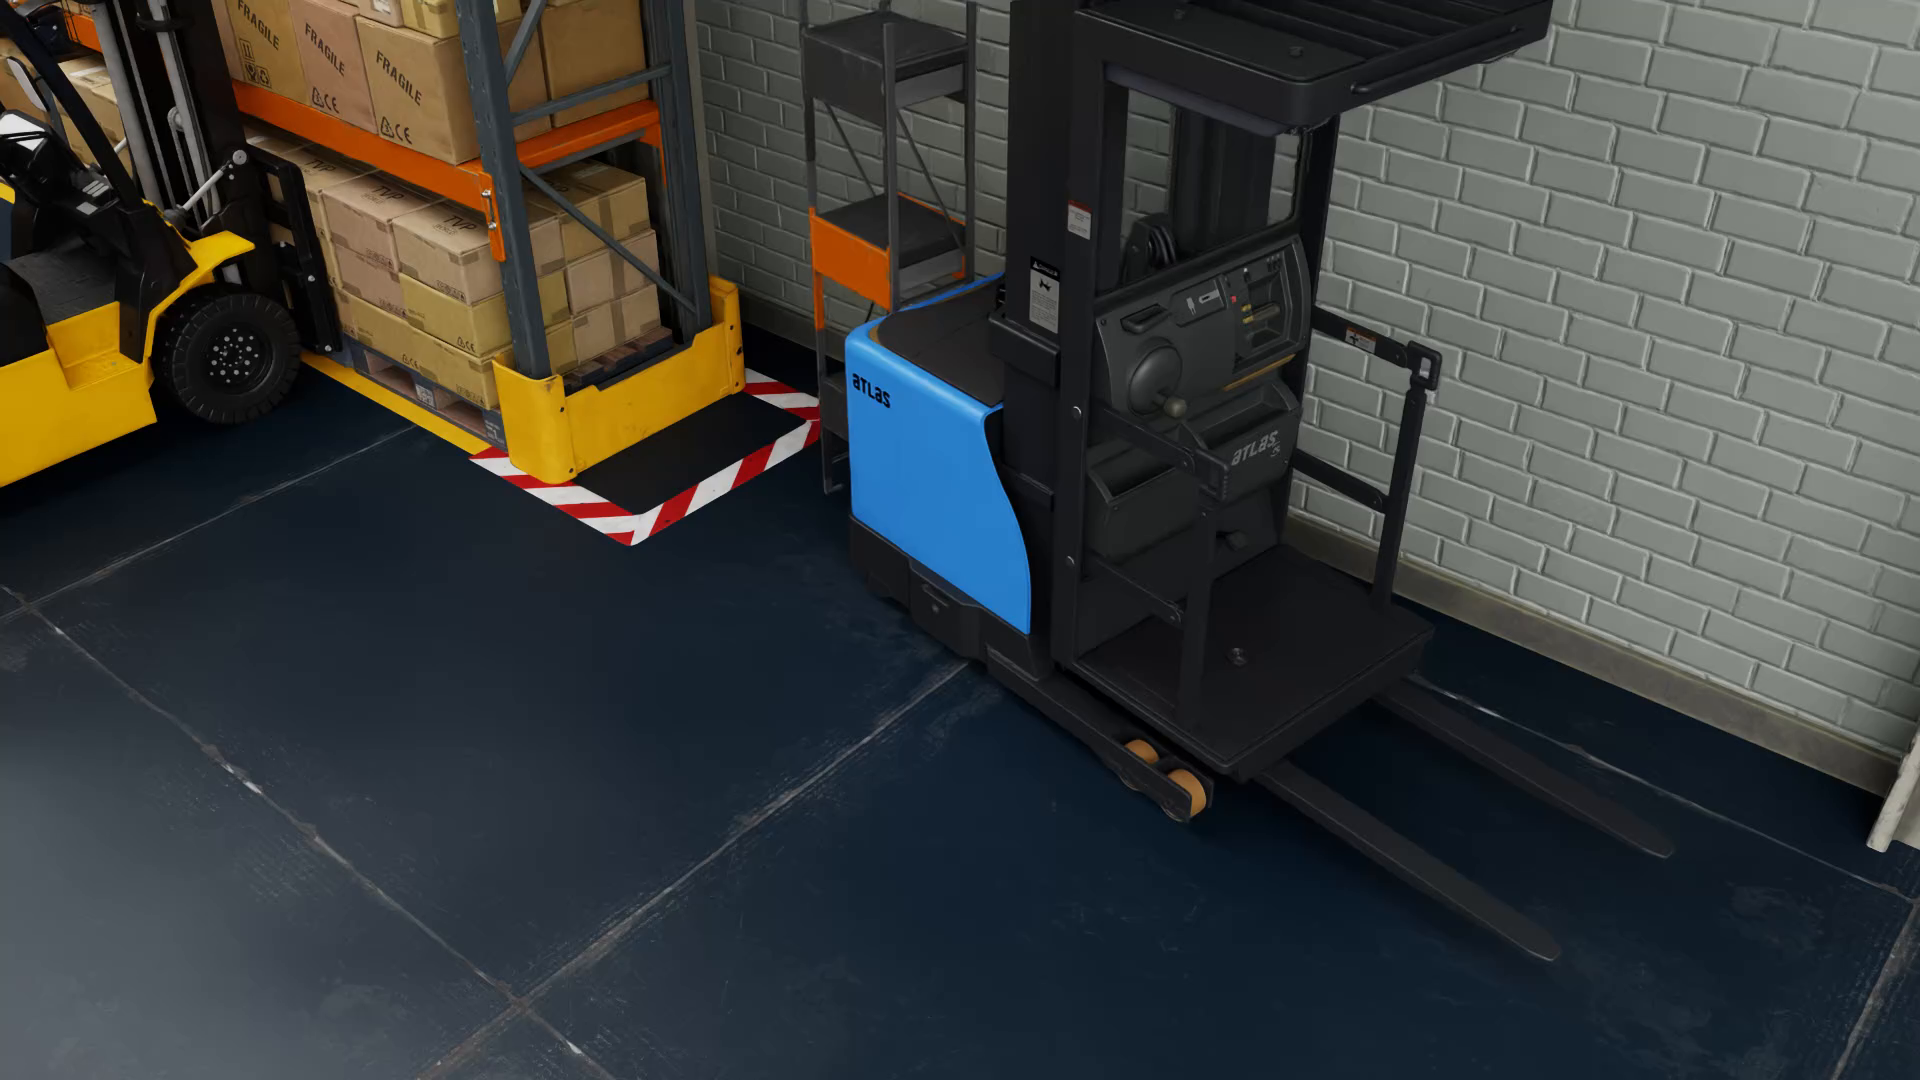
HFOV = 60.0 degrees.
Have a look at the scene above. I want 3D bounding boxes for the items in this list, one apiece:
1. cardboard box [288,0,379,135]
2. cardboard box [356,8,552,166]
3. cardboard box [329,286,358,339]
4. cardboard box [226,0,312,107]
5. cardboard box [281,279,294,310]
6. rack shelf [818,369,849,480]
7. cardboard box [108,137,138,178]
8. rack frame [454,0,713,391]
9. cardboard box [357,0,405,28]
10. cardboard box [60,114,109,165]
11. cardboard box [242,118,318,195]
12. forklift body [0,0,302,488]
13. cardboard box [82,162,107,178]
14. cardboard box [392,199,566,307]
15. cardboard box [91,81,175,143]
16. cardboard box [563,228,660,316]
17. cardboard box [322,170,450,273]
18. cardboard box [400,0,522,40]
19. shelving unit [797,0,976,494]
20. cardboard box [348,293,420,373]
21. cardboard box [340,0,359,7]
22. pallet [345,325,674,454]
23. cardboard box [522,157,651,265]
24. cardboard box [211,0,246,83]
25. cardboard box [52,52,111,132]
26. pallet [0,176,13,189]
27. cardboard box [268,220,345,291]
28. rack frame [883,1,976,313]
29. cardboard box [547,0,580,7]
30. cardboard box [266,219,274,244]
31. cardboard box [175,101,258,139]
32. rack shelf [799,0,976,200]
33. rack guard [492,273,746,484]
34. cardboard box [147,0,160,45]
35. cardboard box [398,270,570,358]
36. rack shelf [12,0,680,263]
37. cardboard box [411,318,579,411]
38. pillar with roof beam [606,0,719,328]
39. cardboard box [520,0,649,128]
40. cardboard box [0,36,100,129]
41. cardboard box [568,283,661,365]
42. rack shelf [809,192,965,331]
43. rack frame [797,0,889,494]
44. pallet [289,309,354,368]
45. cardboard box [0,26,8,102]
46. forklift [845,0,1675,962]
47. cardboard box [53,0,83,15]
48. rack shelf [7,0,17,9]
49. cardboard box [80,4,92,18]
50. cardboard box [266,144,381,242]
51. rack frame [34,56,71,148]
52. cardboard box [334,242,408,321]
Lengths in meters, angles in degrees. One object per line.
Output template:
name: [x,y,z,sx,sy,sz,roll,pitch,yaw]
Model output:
cardboard box: [-2.442,-2.081,7.042,0.500,0.500,0.500,27,43,33]
cardboard box: [-2.049,-1.889,6.762,0.500,0.500,0.500,24,41,31]
cardboard box: [-2.821,-1.225,7.942,0.500,0.250,0.500,26,42,32]
cardboard box: [-2.836,-2.266,7.312,0.500,0.500,0.500,24,41,31]
cardboard box: [-3.234,-1.404,8.202,0.500,0.250,0.500,27,43,33]
rack shelf: [-0.260,-0.442,6.799,0.431,0.518,0.480,-26,42,-33]
cardboard box: [-4.014,-1.987,8.610,0.500,0.250,0.500,25,42,32]
rack frame: [-1.503,-1.783,6.697,0.127,3.000,1.000,25,42,32]
cardboard box: [-2.164,-2.175,6.607,0.250,0.149,0.380,26,42,33]
cardboard box: [-4.402,-2.169,8.874,0.500,0.250,0.500,25,42,32]
cardboard box: [-3.231,-1.814,7.916,0.500,0.250,0.500,24,41,31]
forklift body: [-4.127,-1.327,6.782,1.214,2.155,2.313,25,42,32]
cardboard box: [-4.417,-1.953,9.002,0.500,0.250,0.500,26,42,32]
cardboard box: [-2.056,-1.266,7.119,0.500,0.250,0.500,27,43,33]
cardboard box: [-4.019,-2.183,8.453,0.500,0.250,0.500,25,42,32]
cardboard box: [-1.731,-1.290,7.595,0.500,0.250,0.500,26,42,33]
cardboard box: [-2.452,-1.449,7.385,0.500,0.250,0.500,26,42,33]
cardboard box: [-1.948,-2.096,6.491,0.250,0.149,0.380,26,42,32]
shelving unit: [-0.260,-1.030,6.395,0.431,2.100,0.503,-26,42,-33]
cardboard box: [-2.442,-1.040,7.673,0.500,0.250,0.500,25,42,32]
cardboard box: [-2.324,-2.296,6.782,0.250,0.149,0.380,26,42,33]
pallet: [-2.117,-0.893,7.863,1.213,0.211,1.003,25,42,32]
cardboard box: [-1.751,-1.492,7.447,0.500,0.250,0.500,25,41,31]
cardboard box: [-3.229,-2.443,7.570,0.500,0.500,0.500,26,42,32]
cardboard box: [-4.406,-2.372,8.729,0.500,0.250,0.500,25,41,31]
pallet: [-5.168,-2.333,9.960,1.213,0.211,1.003,25,42,32]
cardboard box: [-2.865,-1.434,7.804,0.500,0.250,0.500,24,41,31]
rack frame: [-0.100,-0.926,6.243,0.400,2.100,0.015,-26,42,-33]
cardboard box: [-1.597,-2.328,6.829,0.250,0.149,0.380,24,41,31]
cardboard box: [-3.248,-1.616,8.070,0.500,0.250,0.500,25,42,32]
cardboard box: [-3.629,-2.008,8.198,0.500,0.250,0.500,27,43,33]
rack shelf: [-0.260,-1.596,6.007,0.431,0.518,0.480,-26,42,-33]
rack guard: [-1.484,-0.744,7.392,0.348,0.500,1.175,25,42,32]
cardboard box: [-3.602,-2.635,7.849,0.500,0.500,0.500,25,42,31]
cardboard box: [-2.077,-1.069,7.274,0.500,0.250,0.500,25,41,31]
rack shelf: [-3.040,-2.211,7.956,4.000,0.370,1.077,25,42,32]
cardboard box: [-2.066,-0.856,7.404,0.500,0.250,0.500,26,42,32]
pillar with roof beam: [-4.215,-3.028,3.210,0.400,9.000,9.100,25,42,32]
cardboard box: [-1.706,-2.125,7.106,0.500,0.500,0.500,27,43,33]
cardboard box: [-4.985,-2.611,9.628,0.625,0.625,0.875,27,43,34]
cardboard box: [-1.755,-1.086,7.740,0.500,0.250,0.500,25,42,32]
rack shelf: [-0.260,-1.019,6.403,0.431,0.518,0.480,-26,42,-33]
rack frame: [-0.419,-1.135,6.548,0.400,2.100,0.015,-26,42,-33]
pallet: [-3.050,-1.335,8.507,1.213,0.211,1.003,25,42,32]
cardboard box: [-5.576,-2.895,10.043,0.625,0.625,0.875,25,42,31]
forklift: [0.913,-0.619,5.063,1.130,2.935,3.031,-26,42,-33]
cardboard box: [-4.403,-2.999,8.379,0.500,0.500,0.500,24,41,31]
rack shelf: [-6.114,-3.660,10.065,4.000,0.370,1.077,25,42,32]
cardboard box: [-3.992,-2.818,8.115,0.500,0.500,0.500,26,42,33]
cardboard box: [-2.846,-1.627,7.644,0.500,0.250,0.500,26,42,32]
rack frame: [-4.577,-3.232,8.807,0.127,3.000,1.000,25,42,32]
cardboard box: [-2.455,-1.256,7.545,0.500,0.250,0.500,25,42,31]
